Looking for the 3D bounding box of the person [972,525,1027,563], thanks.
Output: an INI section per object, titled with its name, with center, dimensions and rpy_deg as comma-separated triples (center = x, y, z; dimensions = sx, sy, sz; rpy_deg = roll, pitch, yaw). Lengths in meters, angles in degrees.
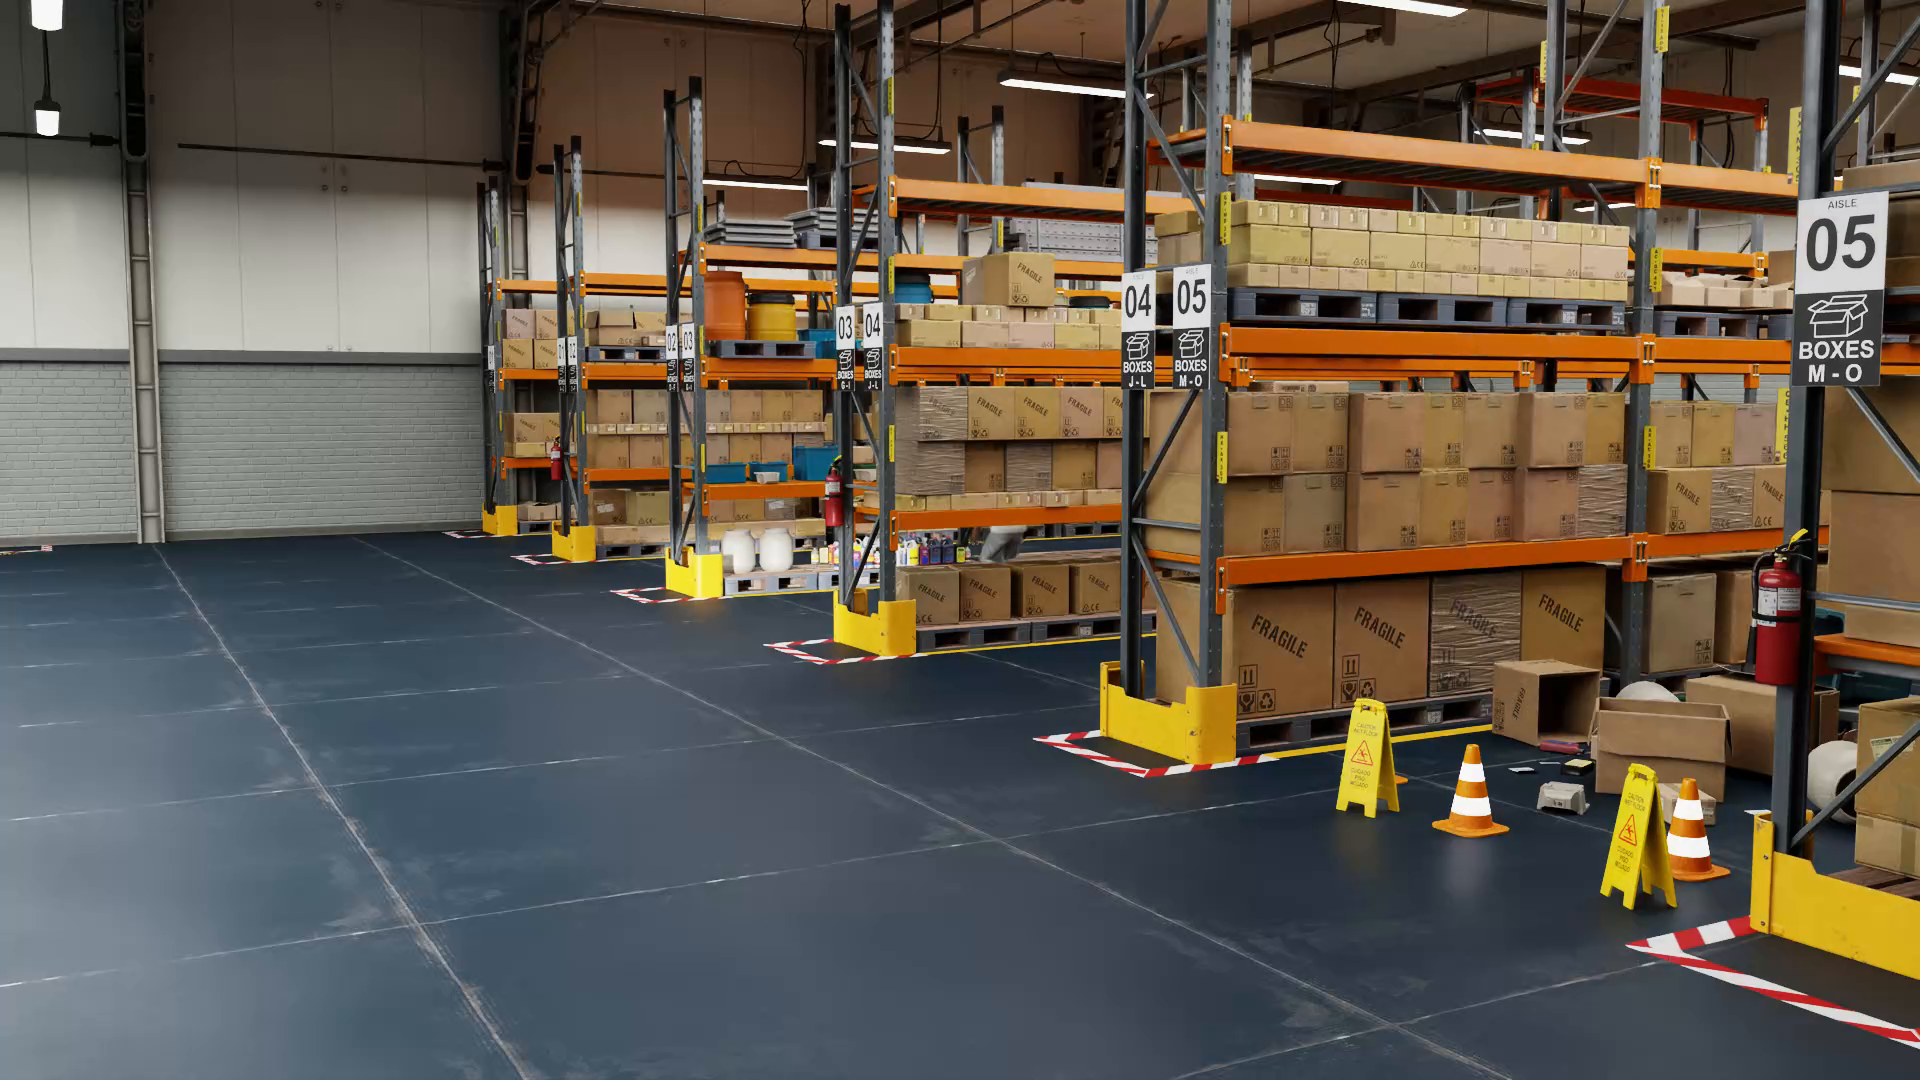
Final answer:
[person]
center = 0.460, -0.104, 19.459
dimensions = 0.622, 1.568, 0.644
rpy_deg = -3, 6, -28
